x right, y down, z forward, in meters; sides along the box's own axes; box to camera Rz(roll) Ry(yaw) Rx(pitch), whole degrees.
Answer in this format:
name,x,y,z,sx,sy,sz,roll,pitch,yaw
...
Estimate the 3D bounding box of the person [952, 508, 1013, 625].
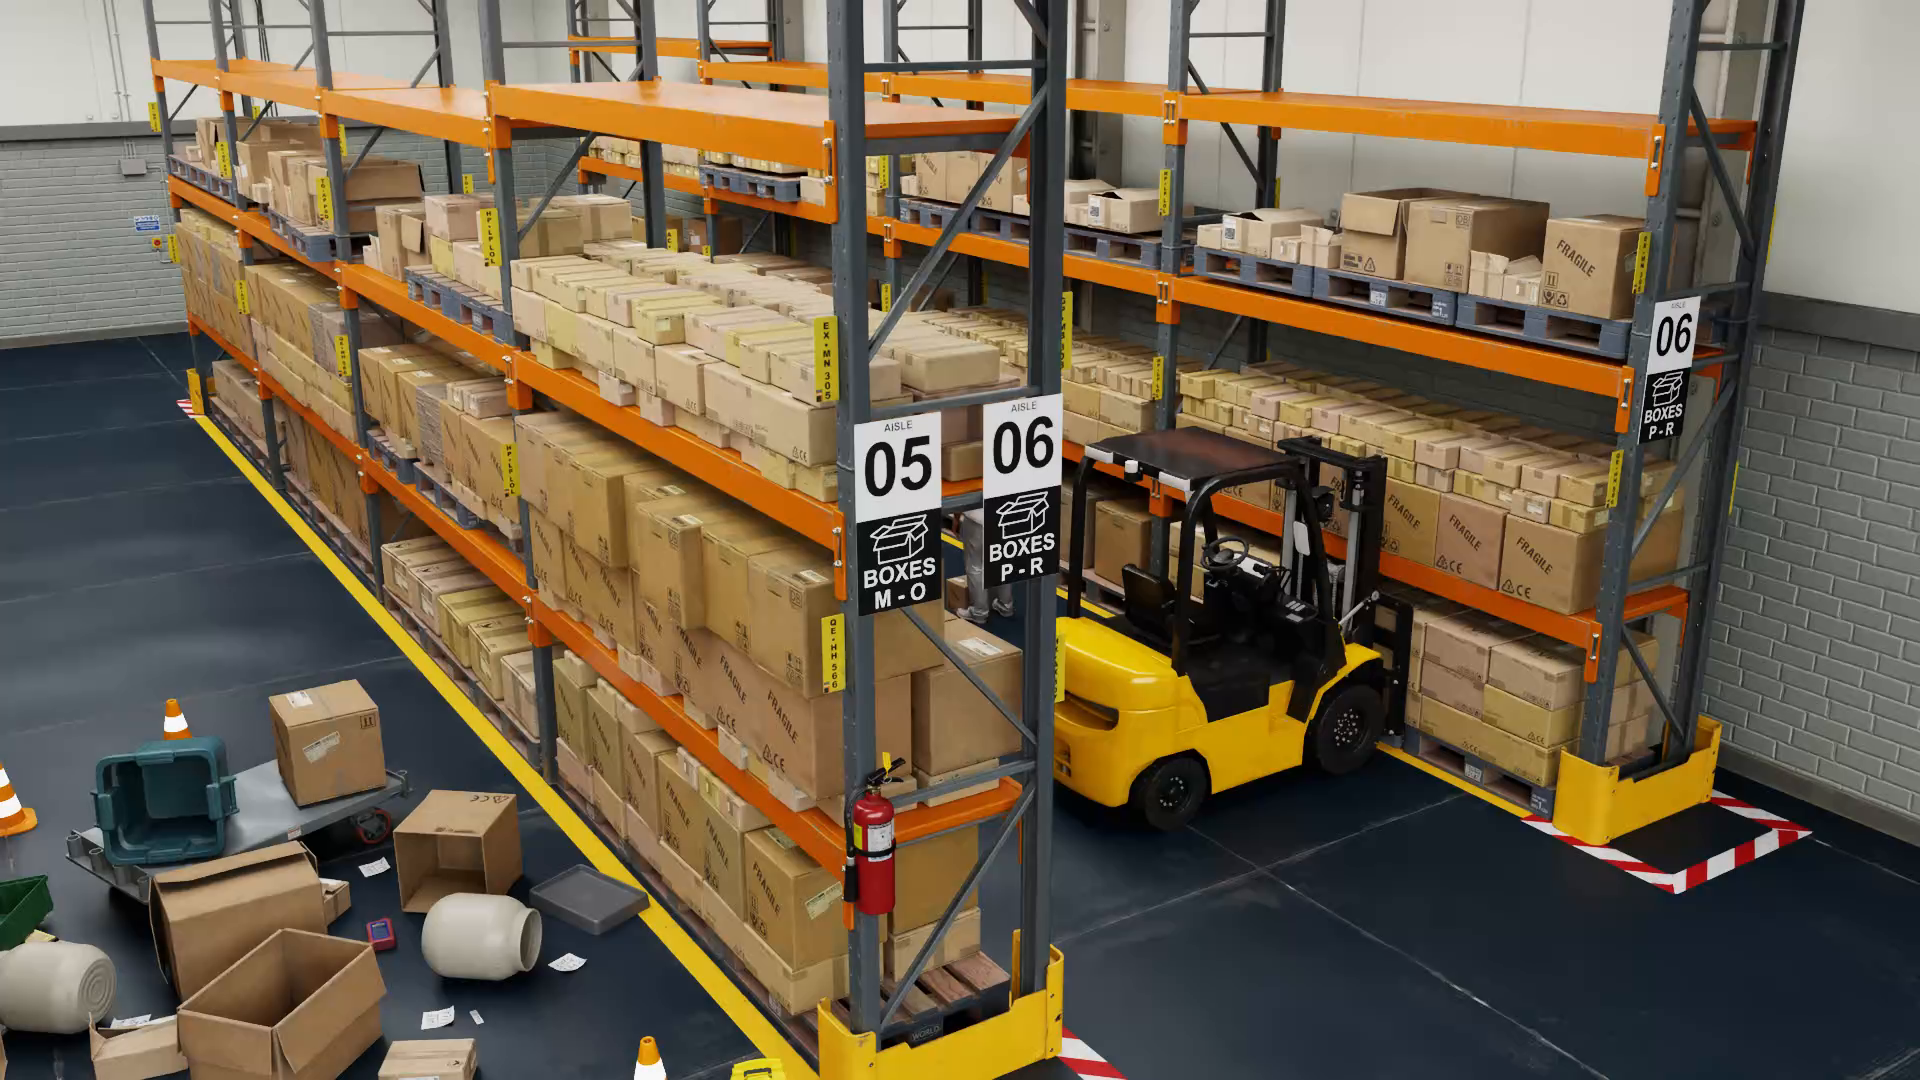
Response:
name,x,y,z,sx,sy,sz,roll,pitch,yaw
person,0.204,-0.213,13.184,0.627,1.760,0.458,-11,21,-31
